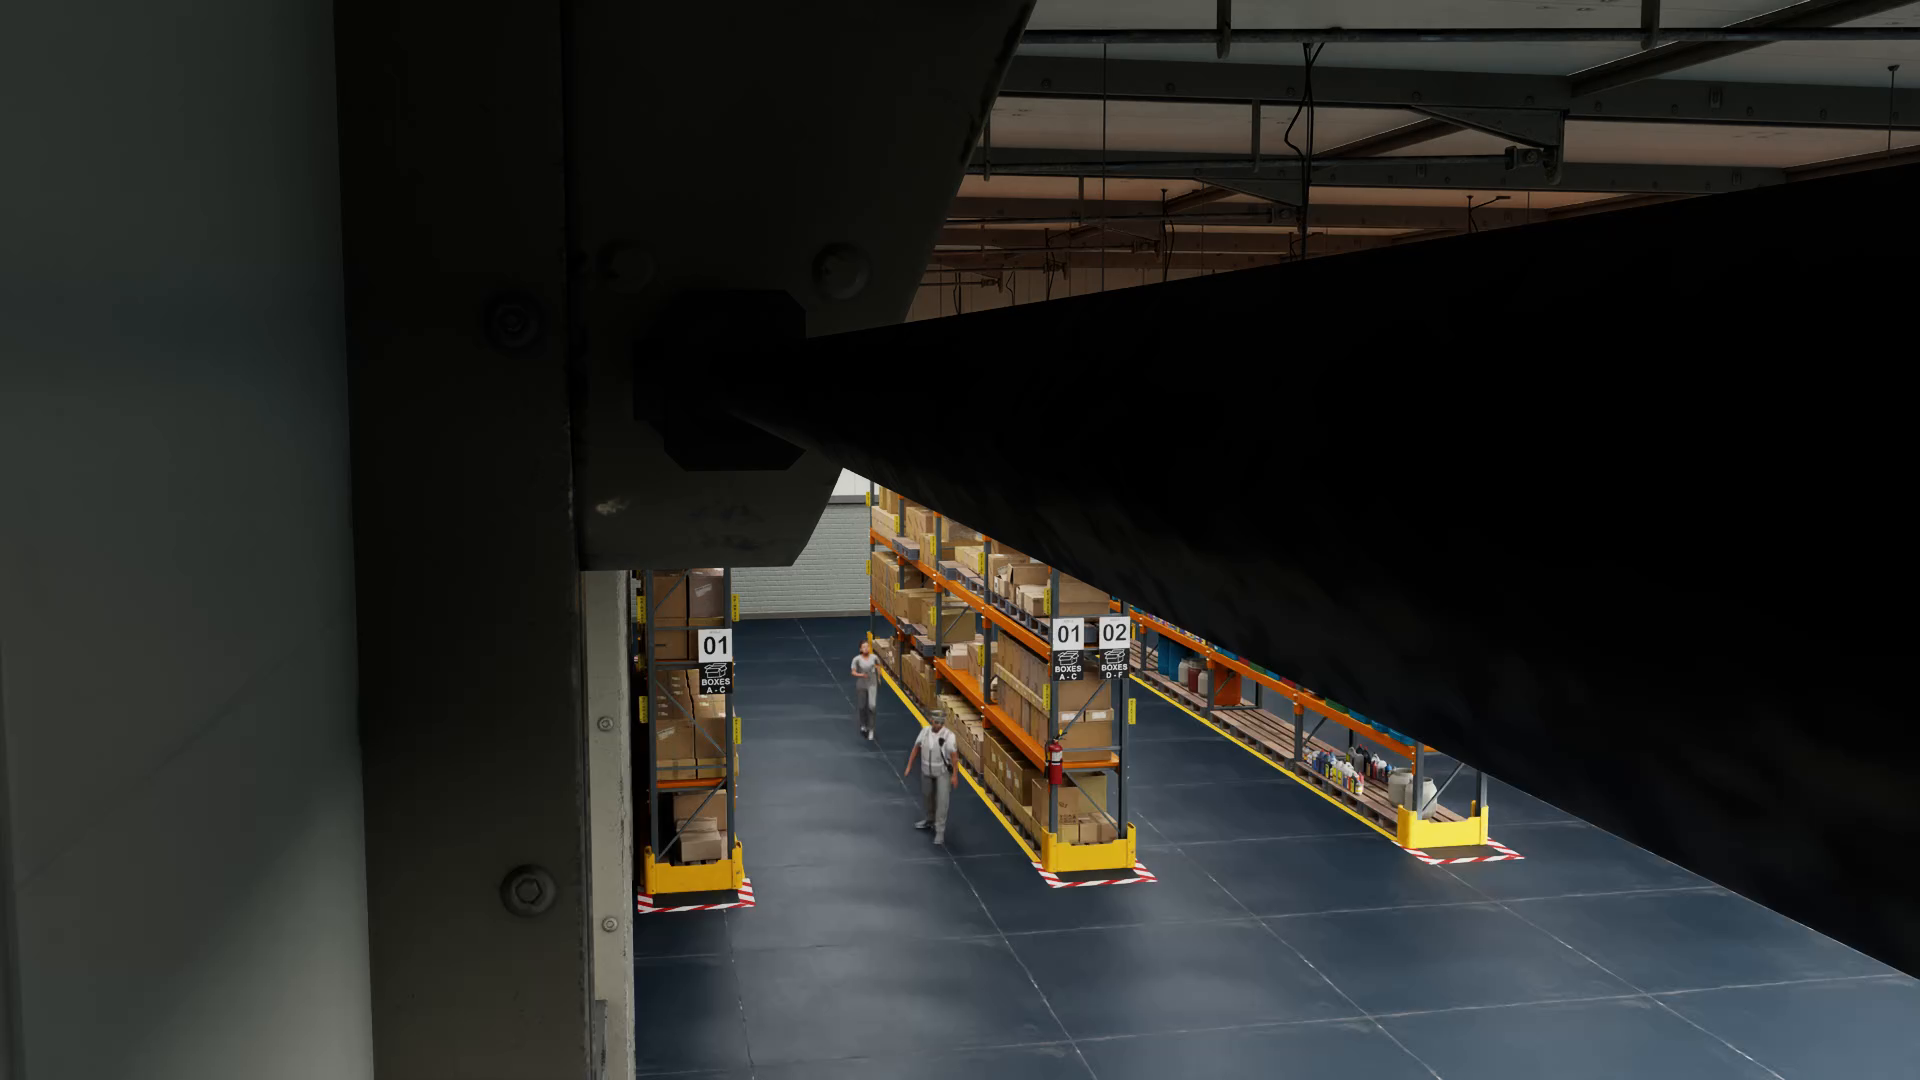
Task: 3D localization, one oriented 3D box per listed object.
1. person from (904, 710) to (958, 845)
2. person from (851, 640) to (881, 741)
[{"bbox_3d":[-0.374,3.139,22.433,0.733,1.741,0.780,2,6,22],"label":"person"},{"bbox_3d":[-1.595,2.544,28.361,0.511,1.713,0.816,-1,6,-5],"label":"person"}]
